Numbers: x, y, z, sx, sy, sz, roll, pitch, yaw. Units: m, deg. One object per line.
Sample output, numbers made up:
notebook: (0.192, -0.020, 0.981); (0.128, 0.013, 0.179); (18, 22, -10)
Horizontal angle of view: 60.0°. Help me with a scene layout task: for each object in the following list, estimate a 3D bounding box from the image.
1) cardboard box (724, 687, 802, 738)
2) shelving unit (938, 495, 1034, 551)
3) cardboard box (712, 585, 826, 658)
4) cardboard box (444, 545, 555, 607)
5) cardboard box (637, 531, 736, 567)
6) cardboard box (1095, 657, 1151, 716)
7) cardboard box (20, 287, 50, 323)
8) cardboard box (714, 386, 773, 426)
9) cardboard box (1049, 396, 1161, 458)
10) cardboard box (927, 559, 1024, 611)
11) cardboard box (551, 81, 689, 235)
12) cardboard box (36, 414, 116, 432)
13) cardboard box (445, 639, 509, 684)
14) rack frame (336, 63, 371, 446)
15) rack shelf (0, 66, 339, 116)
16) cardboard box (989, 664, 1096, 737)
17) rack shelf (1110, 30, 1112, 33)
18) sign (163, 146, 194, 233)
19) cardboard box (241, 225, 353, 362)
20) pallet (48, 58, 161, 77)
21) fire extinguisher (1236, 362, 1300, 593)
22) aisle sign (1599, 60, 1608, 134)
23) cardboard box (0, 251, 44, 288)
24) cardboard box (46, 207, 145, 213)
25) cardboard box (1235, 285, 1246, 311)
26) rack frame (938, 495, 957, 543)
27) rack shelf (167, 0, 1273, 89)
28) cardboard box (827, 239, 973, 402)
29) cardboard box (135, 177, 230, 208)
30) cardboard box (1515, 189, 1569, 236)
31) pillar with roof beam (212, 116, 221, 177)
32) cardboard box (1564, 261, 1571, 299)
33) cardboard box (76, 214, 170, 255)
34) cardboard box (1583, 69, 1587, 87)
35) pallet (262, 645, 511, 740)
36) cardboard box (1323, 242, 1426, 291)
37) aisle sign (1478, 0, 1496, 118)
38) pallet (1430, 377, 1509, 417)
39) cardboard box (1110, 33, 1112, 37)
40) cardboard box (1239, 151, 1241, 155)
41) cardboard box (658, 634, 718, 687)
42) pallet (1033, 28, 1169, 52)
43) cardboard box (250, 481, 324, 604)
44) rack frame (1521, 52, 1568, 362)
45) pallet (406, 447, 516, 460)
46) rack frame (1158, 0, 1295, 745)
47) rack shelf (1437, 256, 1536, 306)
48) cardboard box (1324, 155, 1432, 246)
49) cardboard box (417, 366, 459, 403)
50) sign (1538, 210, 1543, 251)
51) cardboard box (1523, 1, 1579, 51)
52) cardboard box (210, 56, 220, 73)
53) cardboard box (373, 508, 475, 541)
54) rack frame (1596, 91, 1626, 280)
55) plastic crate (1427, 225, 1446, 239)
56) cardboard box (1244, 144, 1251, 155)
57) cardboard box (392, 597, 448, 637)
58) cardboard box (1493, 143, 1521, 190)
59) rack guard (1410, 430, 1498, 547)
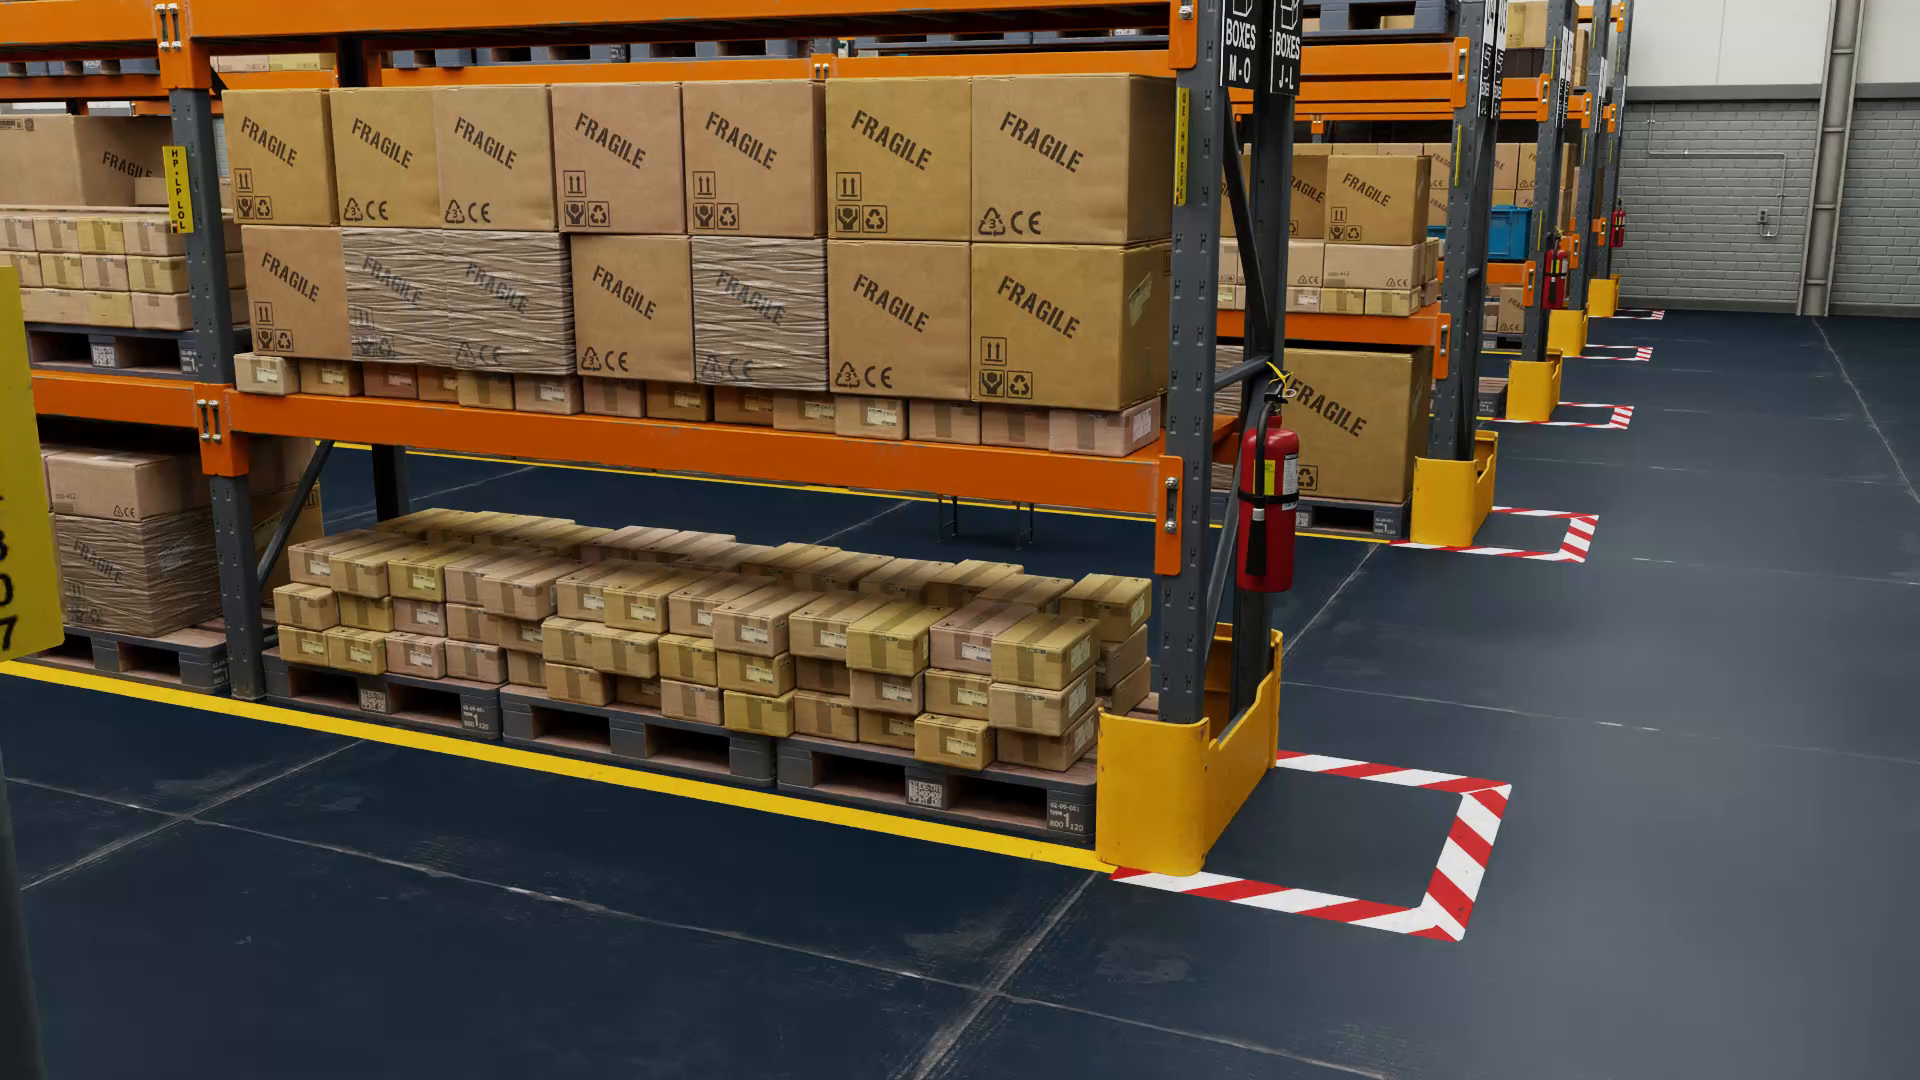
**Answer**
cardboard box: (-0.658, 0.577, 6.052); (0.250, 0.149, 0.380); (5, 14, 21)
shelving unit: (0.151, -0.569, 9.553); (0.503, 1.200, 0.258); (6, 14, 23)
cardboard box: (-0.680, 0.289, 5.977); (0.250, 0.149, 0.380); (6, 15, 25)
cardboard box: (-1.819, 0.143, 6.597); (0.250, 0.149, 0.380); (5, 14, 22)
cardboard box: (-1.124, 0.082, 6.860); (0.250, 0.149, 0.380); (5, 14, 21)
cardboard box: (0.531, 0.542, 6.199); (0.250, 0.149, 0.380); (6, 15, 24)
cardboard box: (-3.914, -1.044, 7.270); (0.250, 0.149, 0.380); (5, 14, 20)
cardboard box: (-0.674, -0.512, 5.922); (0.250, 0.149, 0.380); (5, 14, 21)
cardboard box: (0.468, -0.375, 5.336); (0.250, 0.149, 0.380); (6, 14, 23)
cardboard box: (0.060, 0.198, 6.364); (0.250, 0.149, 0.380); (6, 14, 23)
cardboard box: (-1.066, -1.338, 5.832); (0.500, 0.500, 0.500); (5, 14, 21)
cardboard box: (-4.298, -0.469, 8.099); (0.500, 0.250, 0.500); (6, 15, 25)
cardboard box: (-1.830, 0.438, 6.643); (0.250, 0.149, 0.380); (5, 14, 22)
rack frame: (-4.333, -2.293, 12.960); (0.127, 3.000, 1.000); (6, 14, 23)
rack shelf: (-6.161, -3.588, 13.488); (4.000, 0.370, 1.077); (6, 14, 23)
cardboard box: (0.282, 0.524, 5.628); (0.250, 0.149, 0.380); (5, 14, 22)
rack shelf: (3.515, -7.587, 24.841); (4.000, 0.370, 1.077); (6, 14, 23)
sign: (-2.998, -1.343, 6.380); (0.005, 0.325, 0.100); (6, 14, 23)
cardboard box: (-2.426, -0.991, 6.542); (0.500, 0.500, 0.500); (5, 14, 22)
pallet: (-6.519, -3.857, 13.471); (1.003, 0.211, 1.213); (6, 14, 23)
fire extinguisher: (0.924, -0.187, 4.971); (0.183, 0.674, 0.296); (6, 14, 23)
aisle sign: (7.179, -4.942, 18.559); (0.004, 0.787, 0.394); (6, 14, 23)
cardboard box: (-3.939, -1.191, 7.242); (0.250, 0.149, 0.380); (5, 14, 21)
cardboard box: (-4.133, -1.520, 7.994); (0.250, 0.149, 0.380); (6, 15, 25)
cardboard box: (1.827, -1.465, 9.982); (0.250, 0.149, 0.380); (6, 15, 24)
rack frame: (-0.072, -0.591, 9.649); (0.015, 1.200, 0.240); (6, 14, 23)
rack shelf: (-0.948, -1.821, 5.958); (4.000, 0.370, 1.077); (6, 14, 23)
cardboard box: (-0.104, -0.756, 5.540); (0.500, 0.500, 0.500); (6, 14, 22)
cardboard box: (-6.367, -2.777, 13.876); (0.637, 0.503, 0.797); (7, 15, 29)
cardboard box: (6.478, -3.655, 18.544); (0.500, 0.500, 0.500); (6, 15, 25)
pillar with roof beam: (-17.353, -9.385, 30.050); (0.400, 9.000, 9.100); (6, 14, 23)
cardboard box: (8.320, -3.688, 23.457); (0.500, 0.500, 0.700); (6, 14, 23)
cardboard box: (-3.469, -1.289, 7.010); (0.250, 0.149, 0.380); (5, 14, 22)
cardboard box: (8.433, -6.416, 23.154); (0.500, 0.250, 0.500); (7, 15, 26)
pallet: (-2.148, 0.516, 7.093); (1.213, 0.211, 1.003); (6, 14, 23)
cardboard box: (2.431, -1.614, 9.743); (0.500, 0.250, 0.500); (6, 14, 22)
aisle sign: (2.926, -2.749, 9.213); (0.004, 0.787, 0.394); (6, 14, 23)
pallet: (4.250, -1.314, 14.892); (1.213, 0.211, 1.003); (6, 14, 23)
cardboard box: (1.689, -5.938, 20.573); (0.600, 0.600, 0.600); (5, 14, 21)
cardboard box: (4.349, -5.634, 24.643); (0.500, 0.250, 0.500); (6, 15, 24)
cardboard box: (-0.899, 0.403, 6.142); (0.250, 0.149, 0.380); (7, 15, 26)
pallet: (1.180, -3.149, 10.236); (1.213, 0.211, 1.003); (6, 14, 23)
cardboard box: (-3.345, -0.007, 7.772); (0.500, 0.500, 0.500); (6, 15, 25)
rack frame: (4.988, -2.587, 14.214); (0.127, 3.000, 1.000); (6, 14, 23)
pallet: (-3.642, -0.847, 12.900); (1.213, 0.211, 1.003); (6, 14, 23)
rack frame: (0.880, -0.526, 5.430); (0.127, 3.000, 1.000); (6, 14, 23)
rack shelf: (3.159, -2.422, 15.085); (4.000, 0.370, 1.077); (6, 14, 23)
cardboard box: (2.430, -1.980, 9.661); (0.500, 0.500, 0.500); (6, 14, 24)
cardboard box: (-1.873, -0.631, 6.427); (0.250, 0.149, 0.380); (5, 14, 21)
sign: (4.780, -2.550, 13.699); (0.005, 0.325, 0.100); (6, 14, 23)
cardboard box: (6.521, -5.661, 18.341); (0.500, 0.500, 0.700); (6, 14, 23)
cardboard box: (-5.784, -3.763, 12.987); (0.500, 0.250, 0.500); (6, 15, 25)
cardboard box: (-2.346, -0.024, 7.309); (0.250, 0.149, 0.380); (6, 15, 25)
rack frame: (9.001, -4.656, 23.032); (0.127, 3.000, 1.000); (6, 14, 23)
plastic crate: (4.294, -2.687, 14.876); (0.300, 0.233, 0.416); (6, 14, 23)
cardboard box: (3.657, -4.425, 19.637); (0.500, 0.500, 0.500); (6, 15, 25)
cardboard box: (-2.070, 0.263, 6.739); (0.250, 0.149, 0.380); (6, 14, 23)
cardboard box: (6.017, -4.187, 18.625); (0.500, 0.500, 0.500); (6, 15, 25)
rack guard: (3.004, -0.333, 10.081); (0.348, 0.500, 1.175); (6, 14, 23)
